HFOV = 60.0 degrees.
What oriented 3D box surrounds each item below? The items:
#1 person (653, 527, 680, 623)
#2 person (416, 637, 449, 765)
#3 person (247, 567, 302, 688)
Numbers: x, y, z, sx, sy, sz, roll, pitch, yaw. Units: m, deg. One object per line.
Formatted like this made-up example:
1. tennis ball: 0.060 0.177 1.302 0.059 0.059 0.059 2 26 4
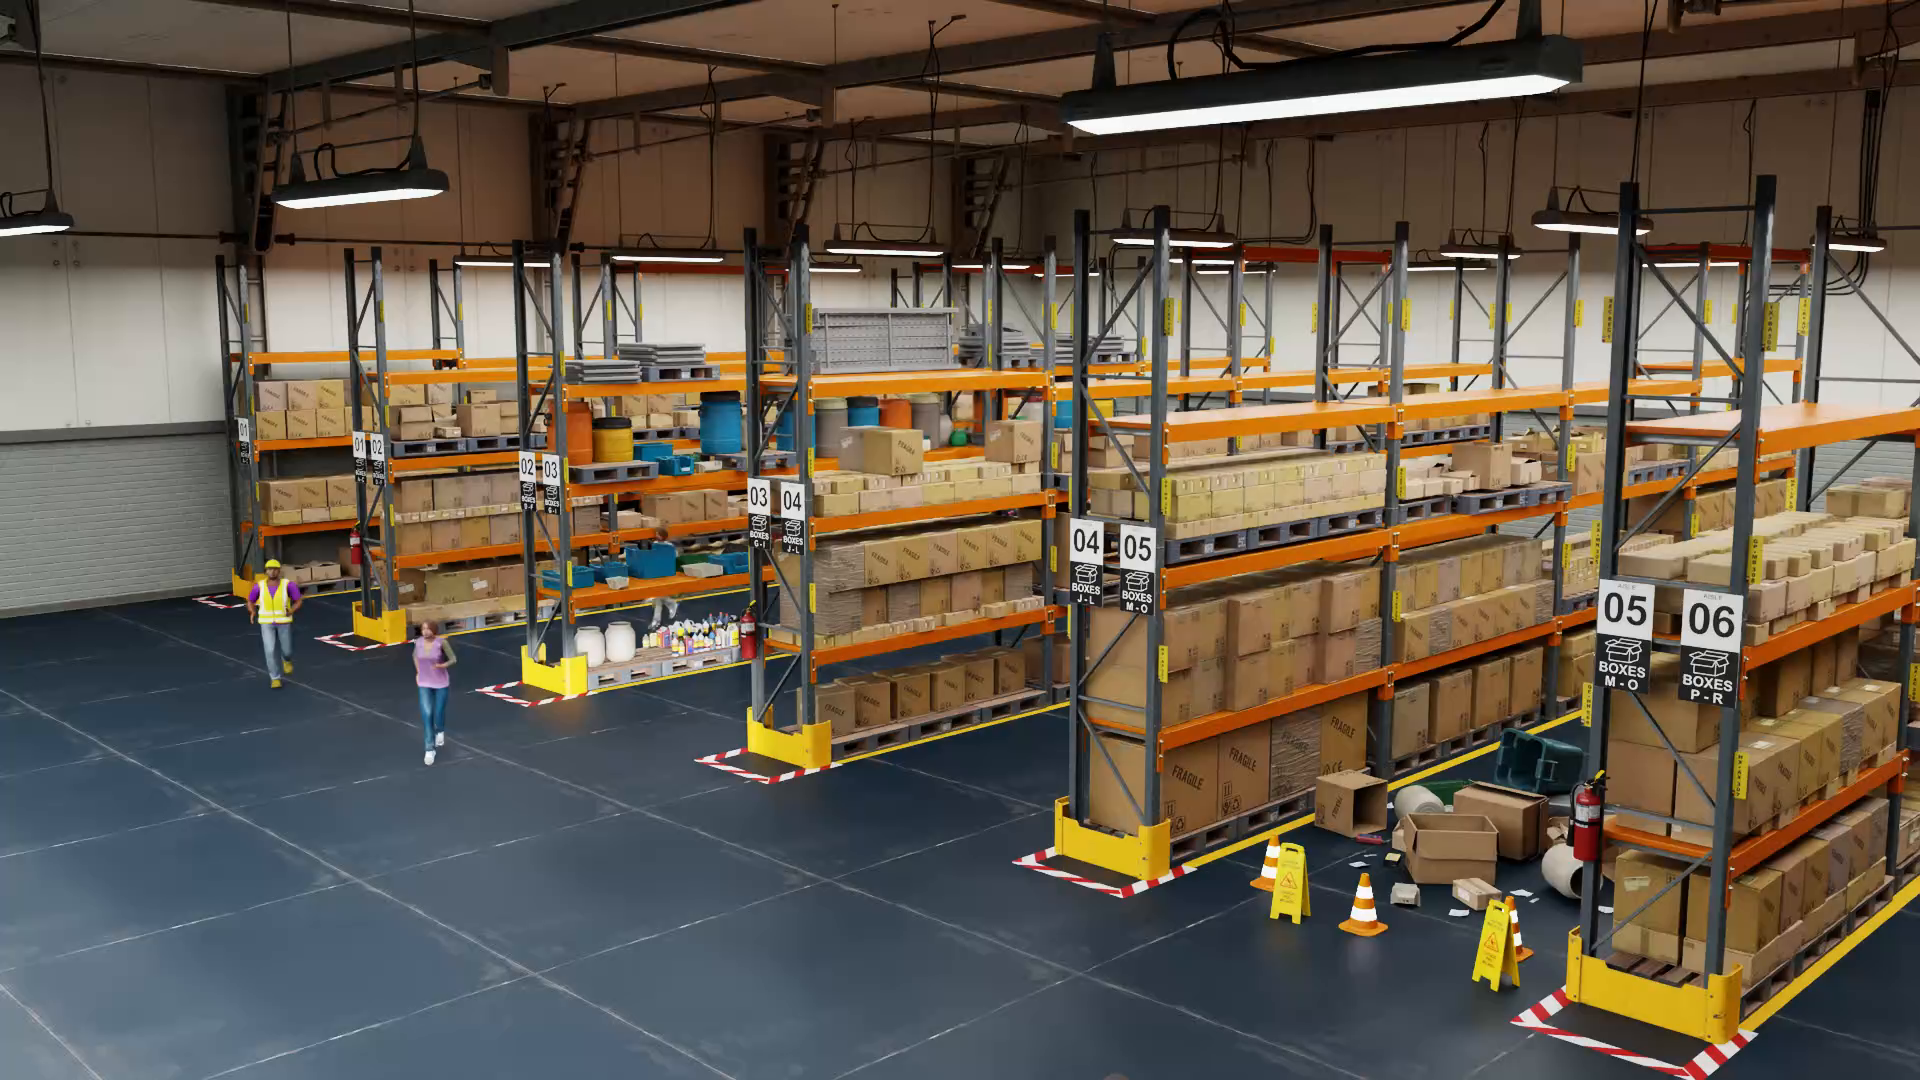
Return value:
1. person: -4.671 0.540 26.179 0.539 1.490 0.658 5 9 30
2. person: -6.022 1.794 19.066 0.345 1.405 0.810 -1 8 -9
3. person: -9.313 1.136 22.618 0.707 1.689 0.753 -3 8 -18
